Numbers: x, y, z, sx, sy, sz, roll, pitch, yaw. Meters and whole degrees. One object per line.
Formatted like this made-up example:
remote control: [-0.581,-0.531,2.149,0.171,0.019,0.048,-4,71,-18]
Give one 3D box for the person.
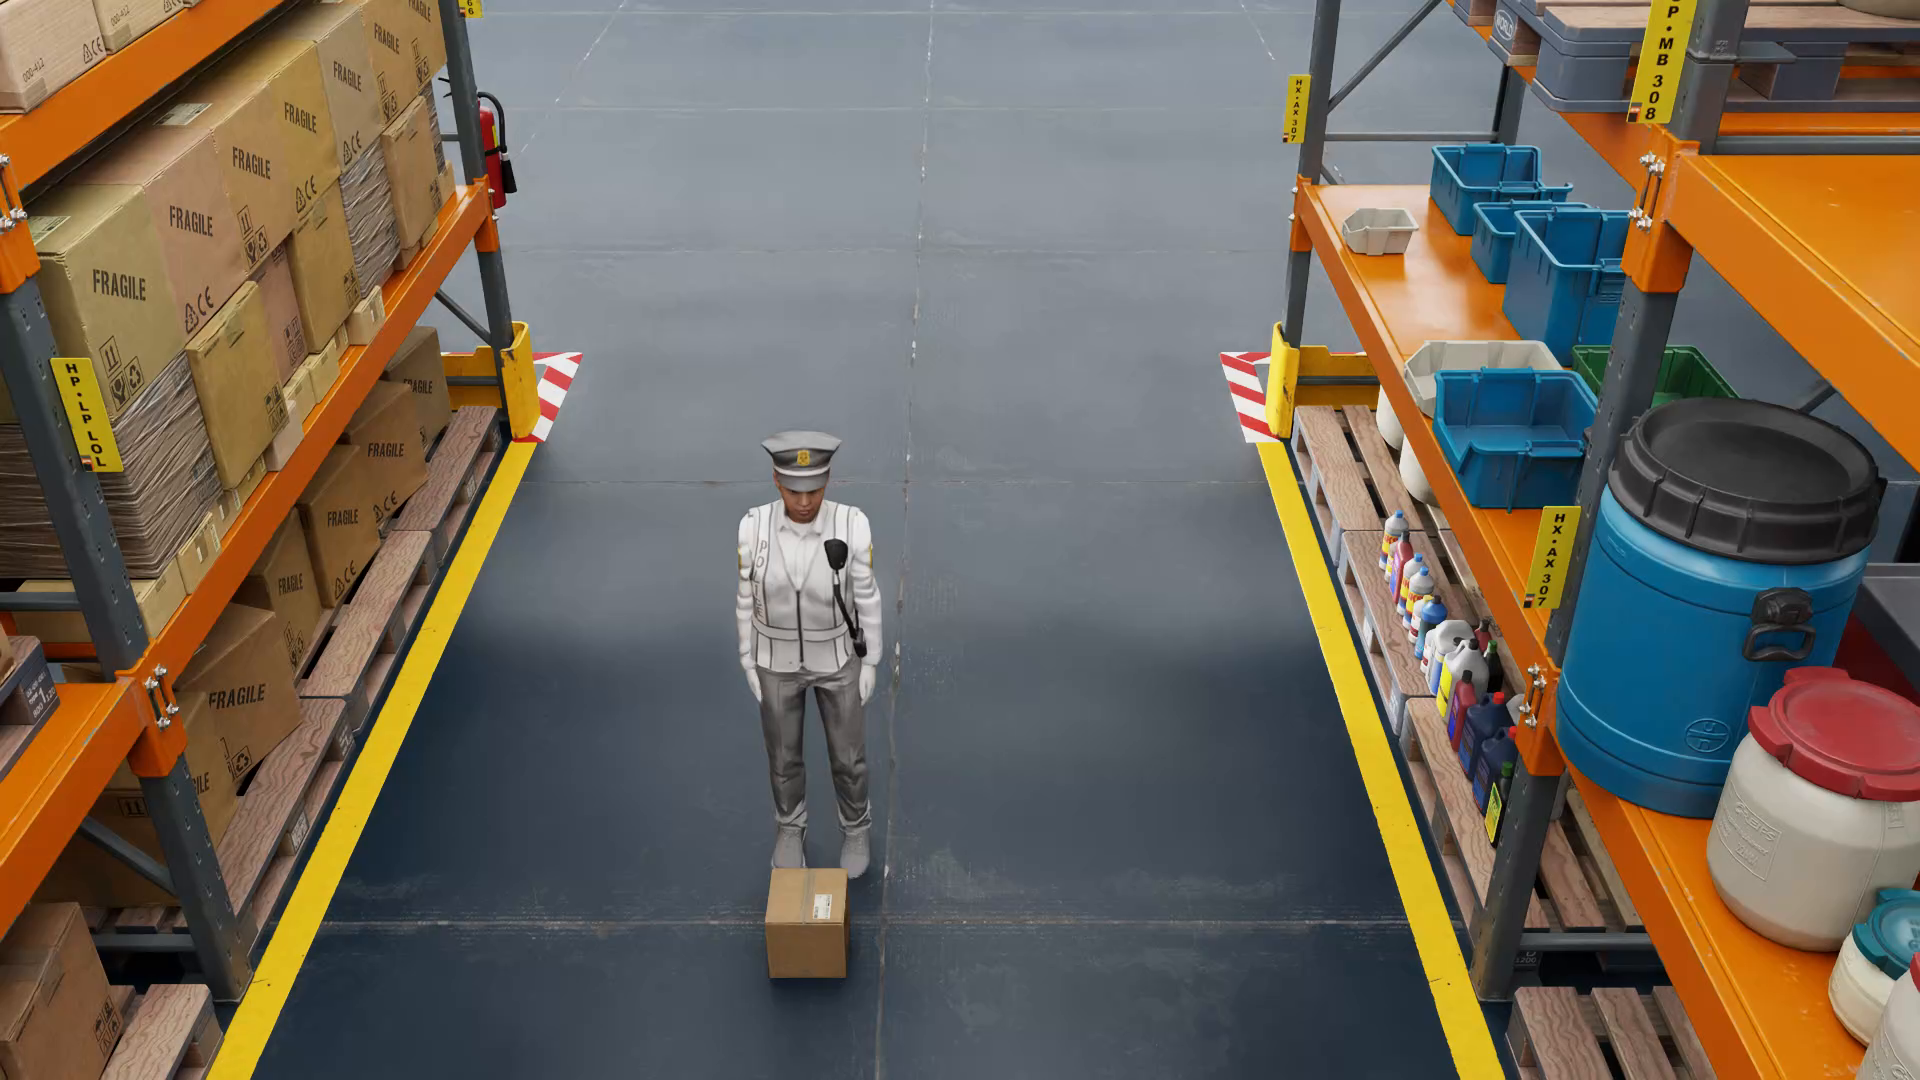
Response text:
person: [-0.490,0.415,5.477,0.472,1.712,0.330,0,32,0]
